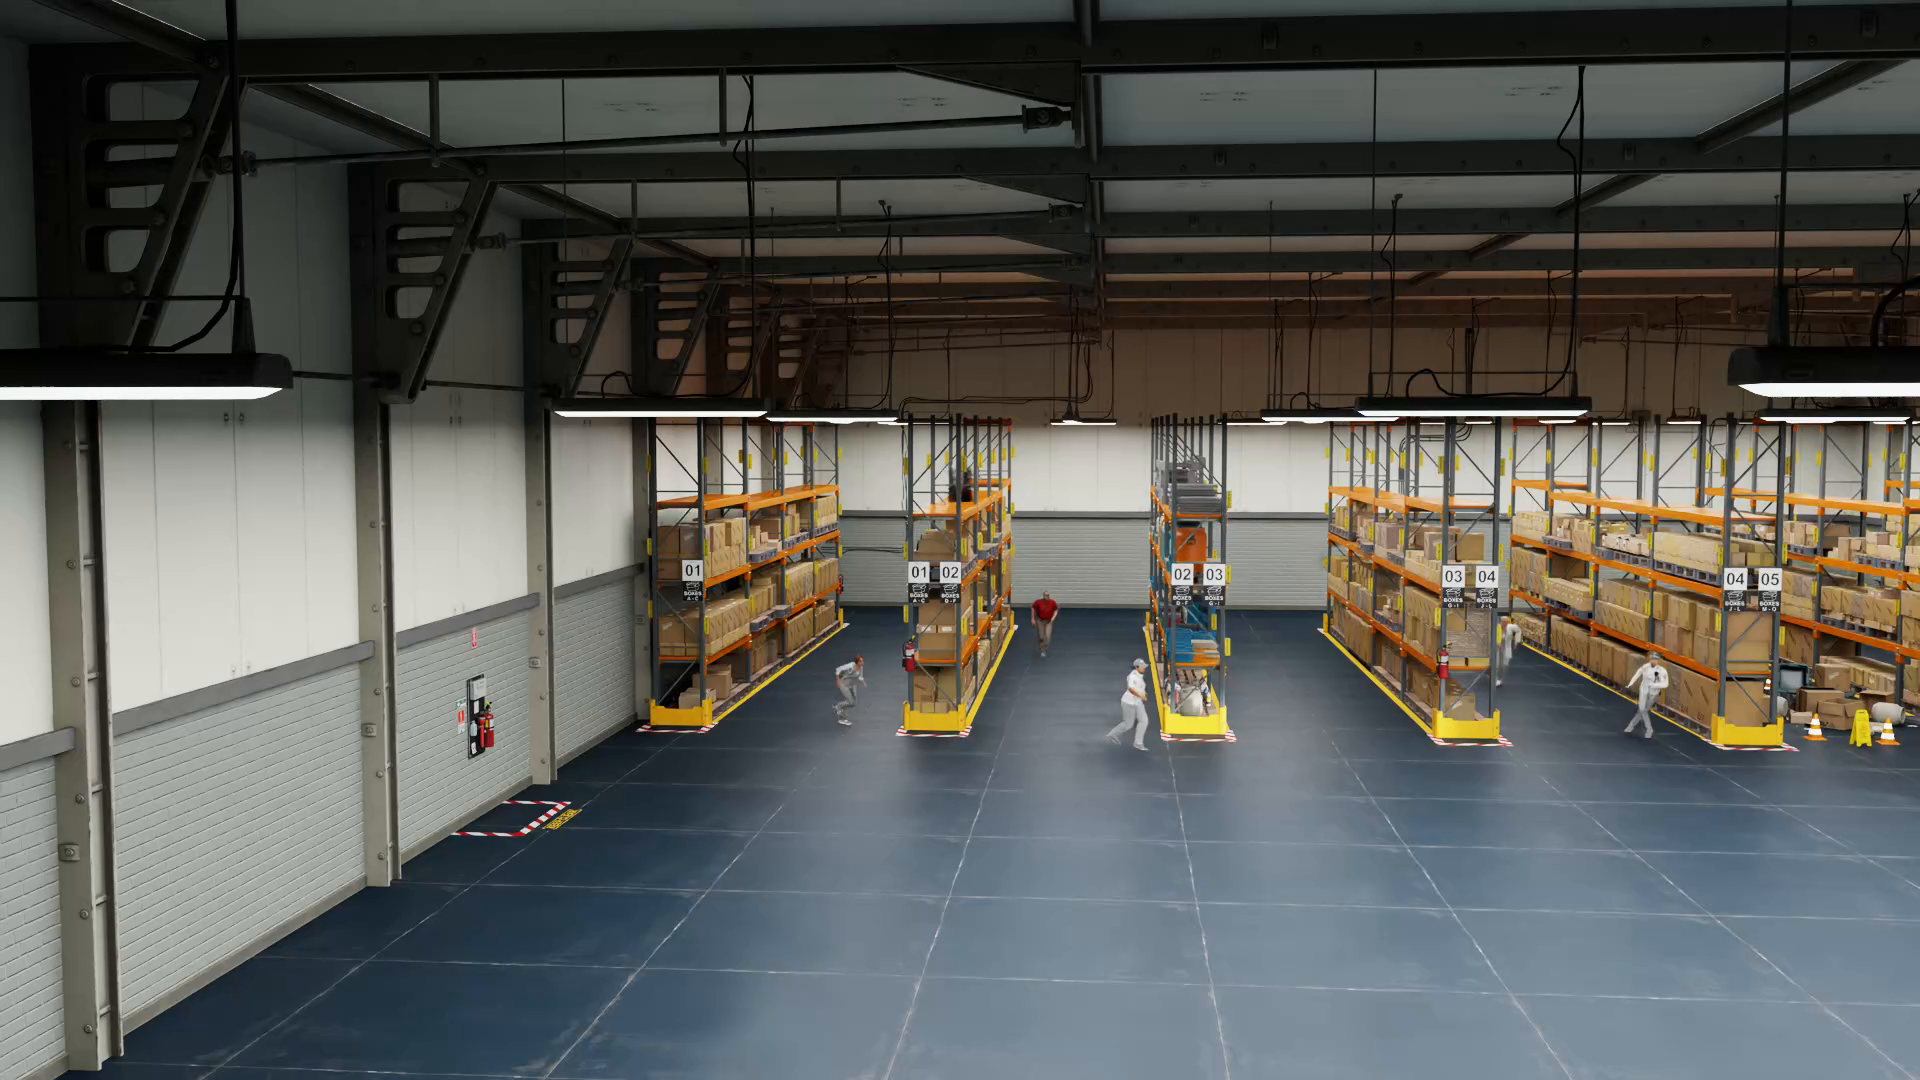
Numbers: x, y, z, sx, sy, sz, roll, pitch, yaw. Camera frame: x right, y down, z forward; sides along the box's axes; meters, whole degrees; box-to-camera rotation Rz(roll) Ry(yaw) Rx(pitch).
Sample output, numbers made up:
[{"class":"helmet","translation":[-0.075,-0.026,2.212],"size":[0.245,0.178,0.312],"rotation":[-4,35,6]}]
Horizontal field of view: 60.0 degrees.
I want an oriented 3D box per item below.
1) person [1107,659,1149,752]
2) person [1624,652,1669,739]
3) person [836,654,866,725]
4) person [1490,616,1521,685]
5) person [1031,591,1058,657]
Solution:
[{"class":"person","translation":[2.986,2.922,29.574],"size":[0.790,1.648,0.574],"rotation":[2,4,26]},{"class":"person","translation":[12.711,2.837,30.784],"size":[0.752,1.612,0.675],"rotation":[2,4,25]},{"class":"person","translation":[-2.134,2.873,31.946],"size":[0.755,1.418,0.559],"rotation":[3,5,42]},{"class":"person","translation":[12.067,2.452,36.889],"size":[0.741,1.594,0.873],"rotation":[1,4,8]},{"class":"person","translation":[2.127,2.091,41.786],"size":[0.656,1.664,0.677],"rotation":[-1,4,-11]}]
